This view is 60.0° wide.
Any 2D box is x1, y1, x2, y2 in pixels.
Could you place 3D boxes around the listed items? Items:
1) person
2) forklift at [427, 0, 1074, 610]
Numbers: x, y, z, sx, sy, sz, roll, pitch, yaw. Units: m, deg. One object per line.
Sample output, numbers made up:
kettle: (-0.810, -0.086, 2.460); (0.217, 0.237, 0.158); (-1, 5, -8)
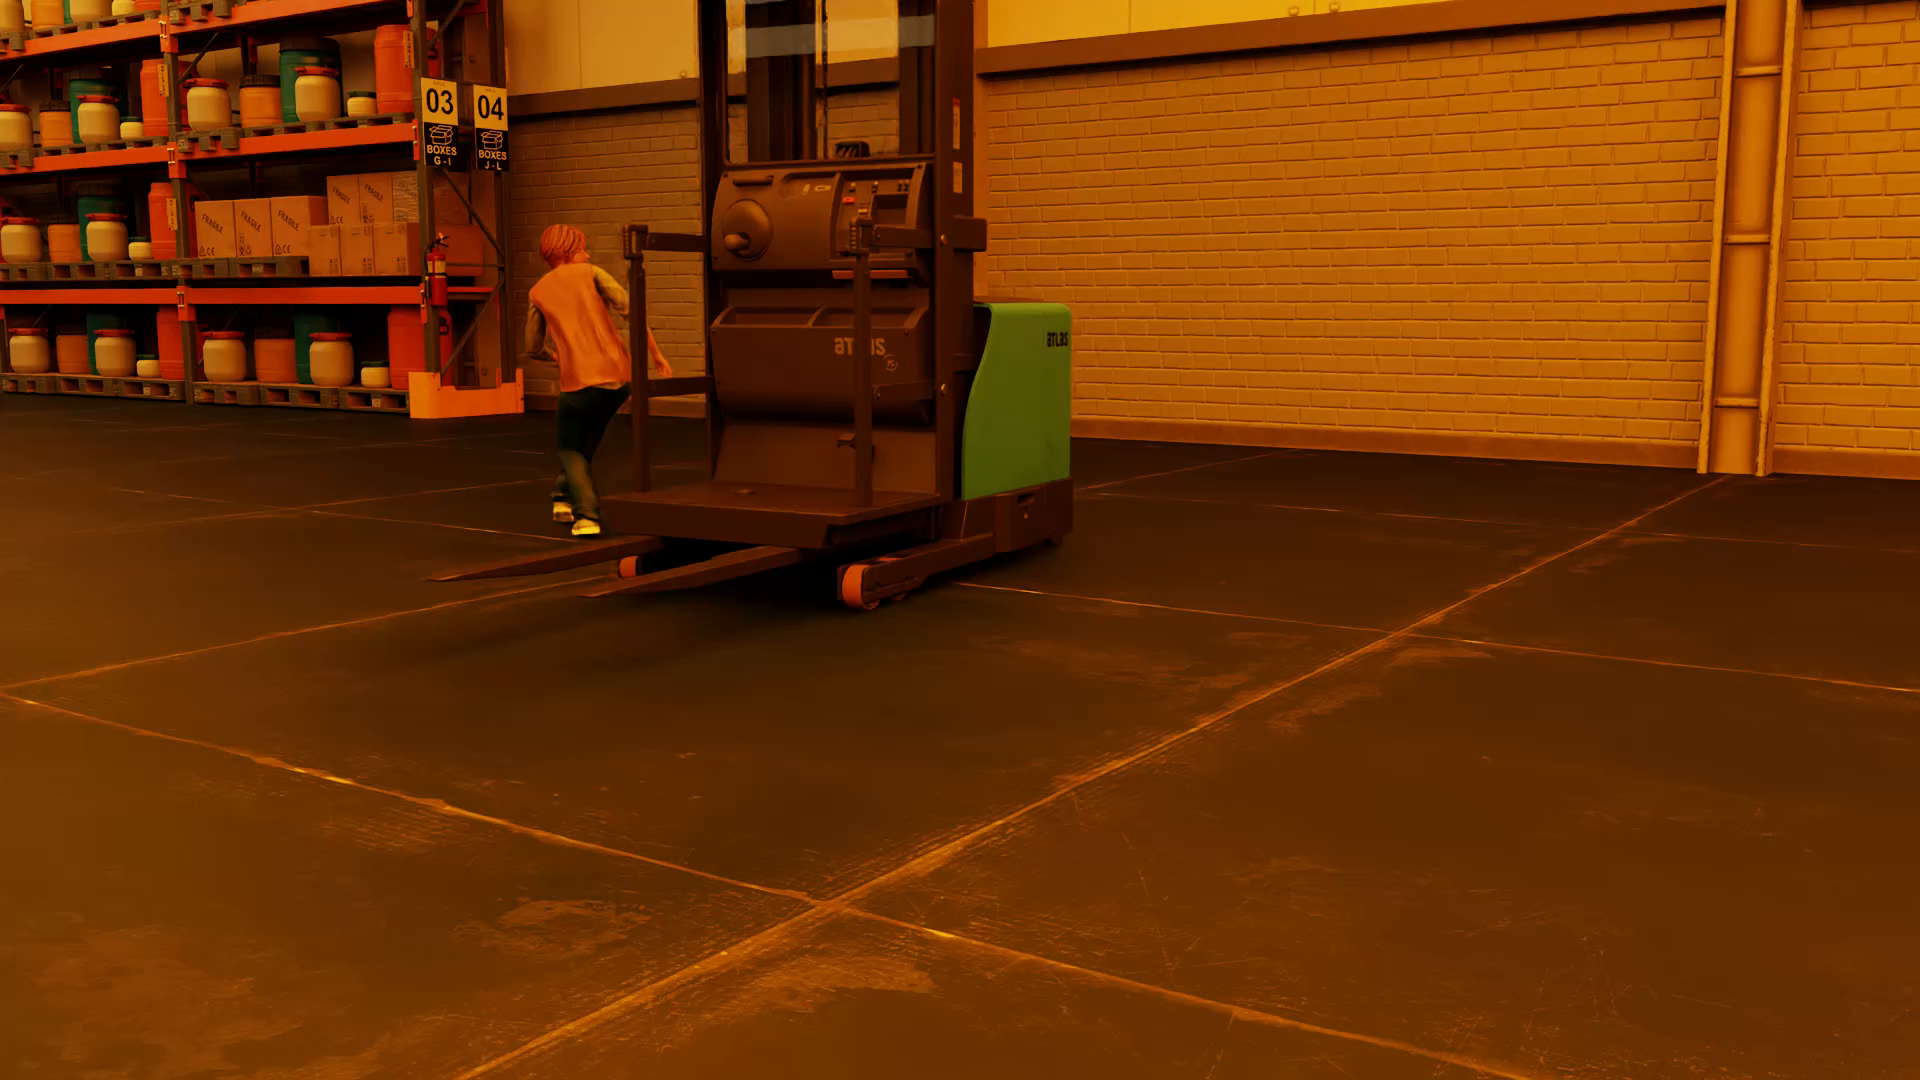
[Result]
person: (-1.728, -0.759, 7.889); (0.637, 1.444, 0.714); (-3, 8, -17)
forklift: (-0.646, -1.275, 6.160); (1.130, 2.935, 3.031); (4, 9, 28)
